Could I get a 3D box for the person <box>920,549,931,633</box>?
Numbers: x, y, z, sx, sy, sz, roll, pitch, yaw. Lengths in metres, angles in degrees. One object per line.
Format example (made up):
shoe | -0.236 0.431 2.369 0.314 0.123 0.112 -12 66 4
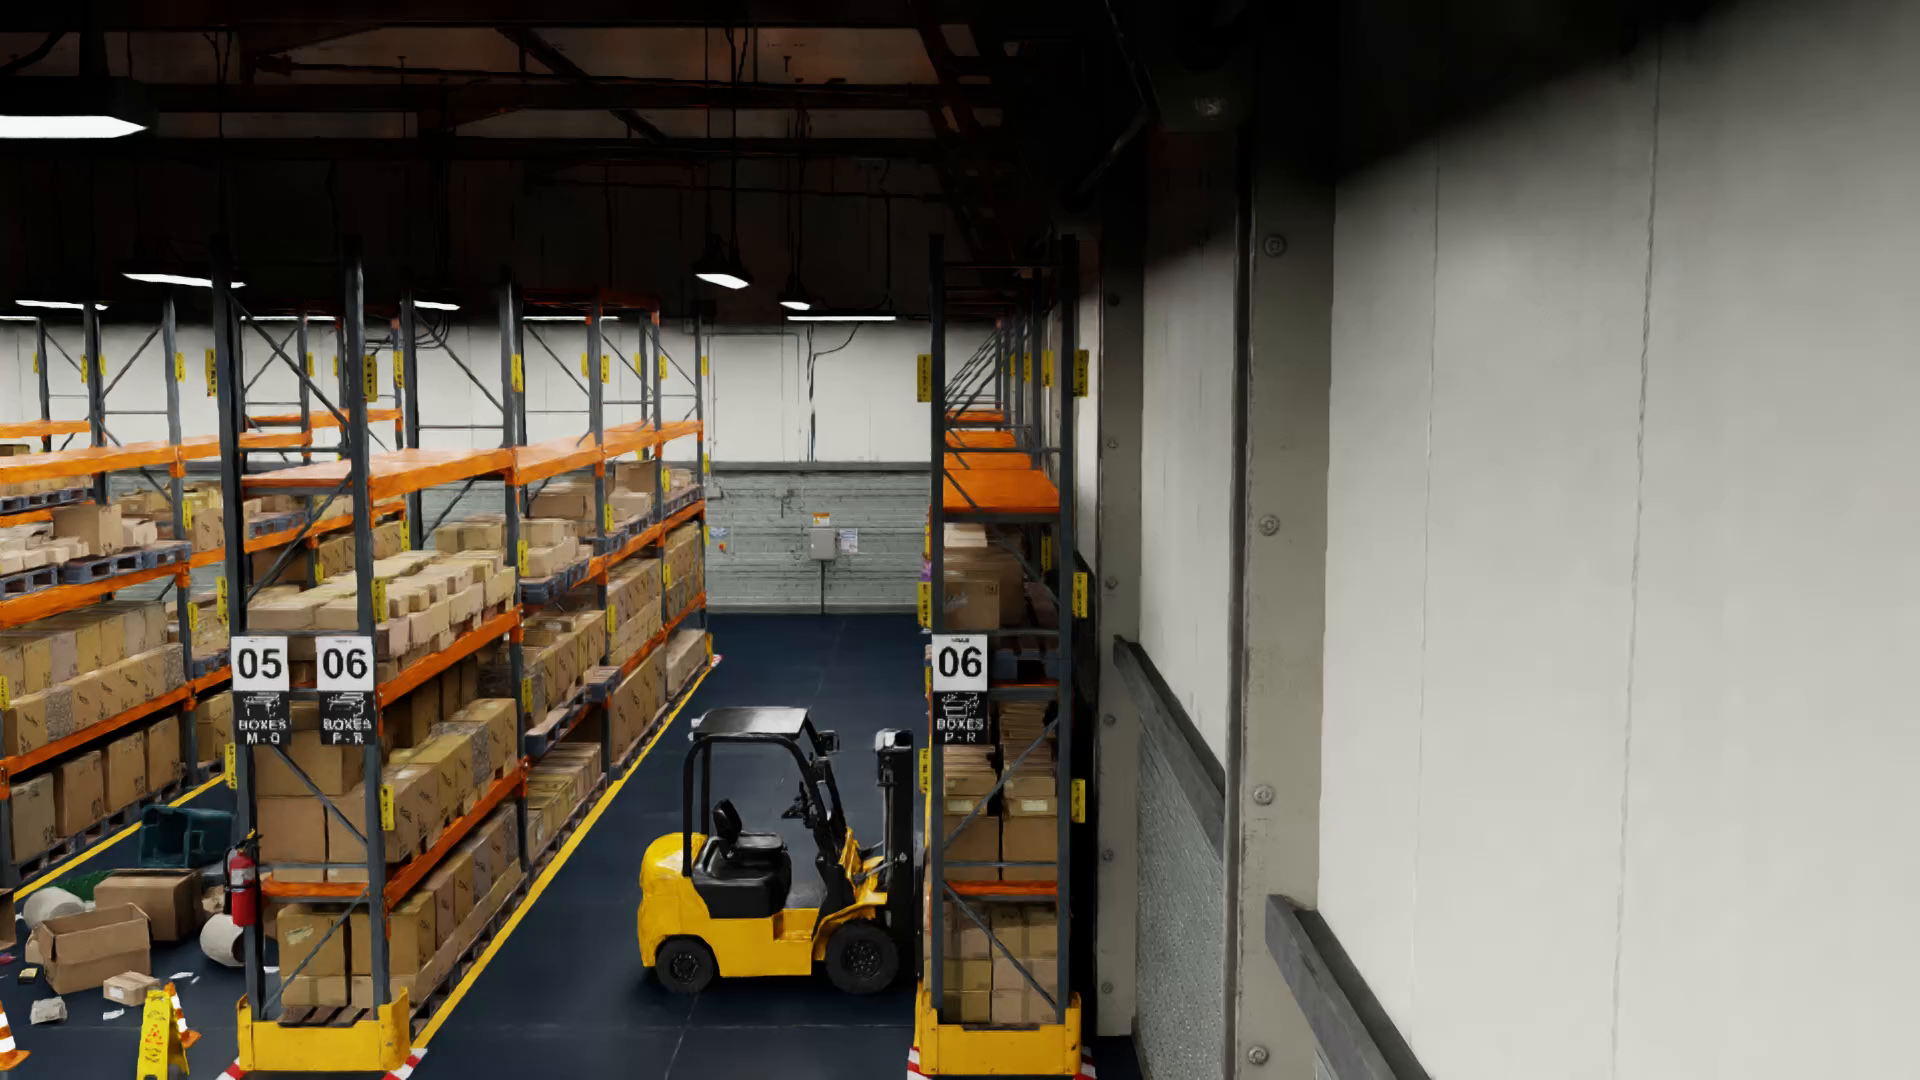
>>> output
person | -0.494 0.951 31.113 0.531 1.586 0.457 -5 8 -40
